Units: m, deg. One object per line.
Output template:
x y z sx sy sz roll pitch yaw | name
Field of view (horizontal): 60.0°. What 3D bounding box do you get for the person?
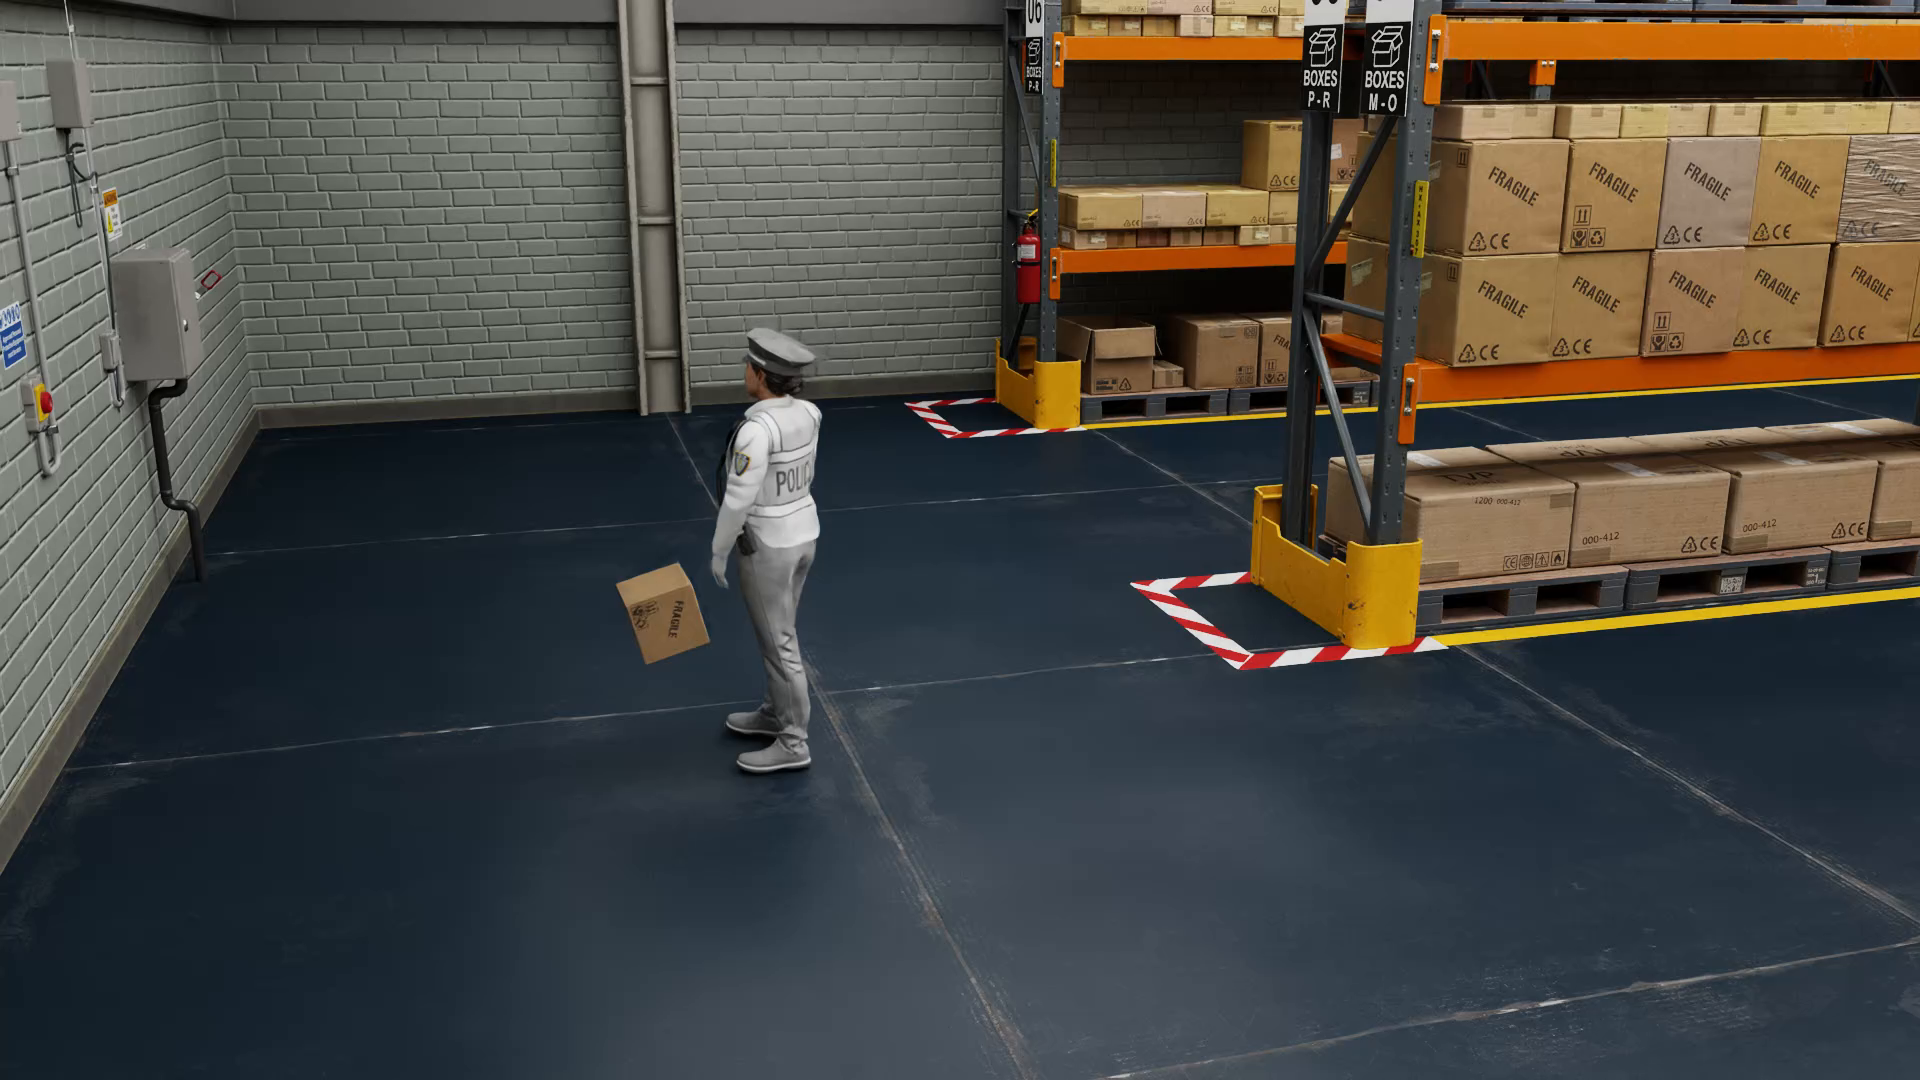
-0.780 0.026 6.344 0.516 1.691 0.543 7 18 23 | person
